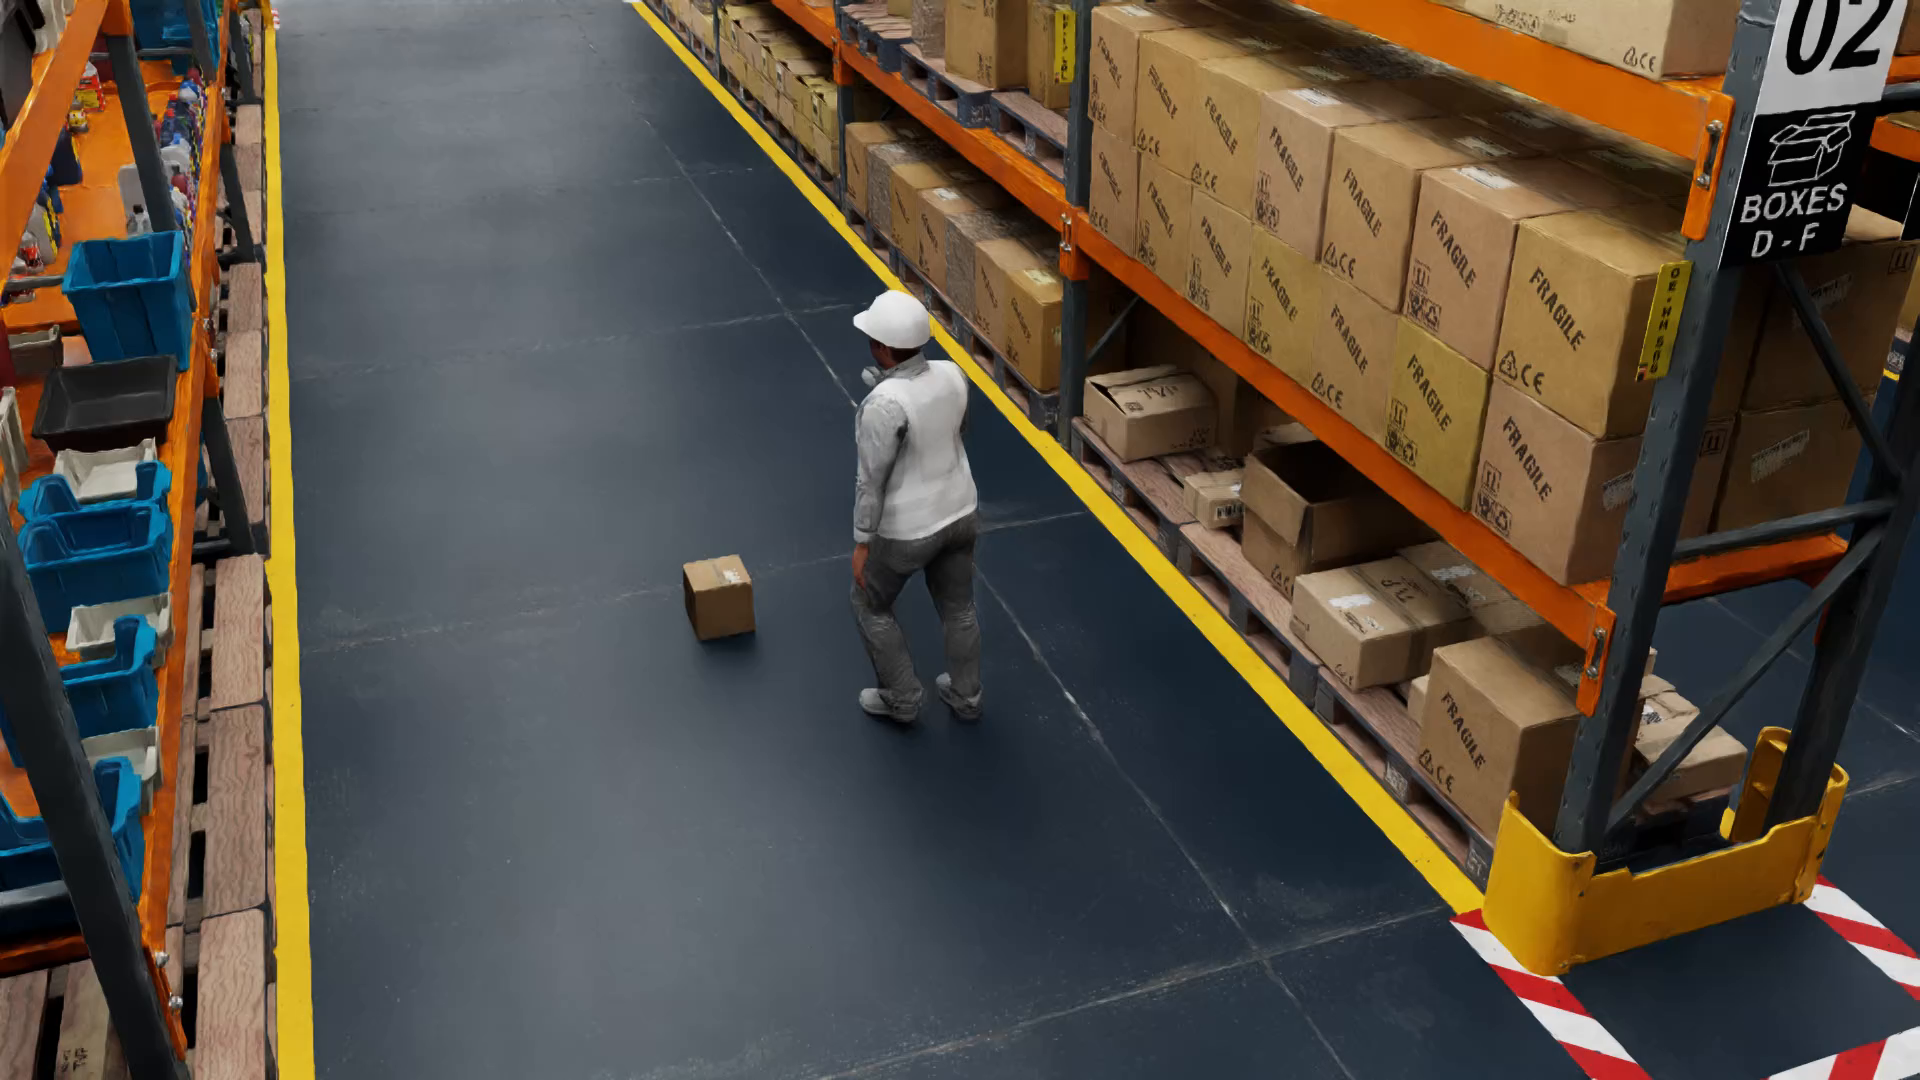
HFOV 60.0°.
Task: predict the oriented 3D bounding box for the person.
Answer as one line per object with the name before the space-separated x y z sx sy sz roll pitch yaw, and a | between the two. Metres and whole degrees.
person | -0.180 -0.083 6.248 0.666 1.756 0.494 -25 38 -37
